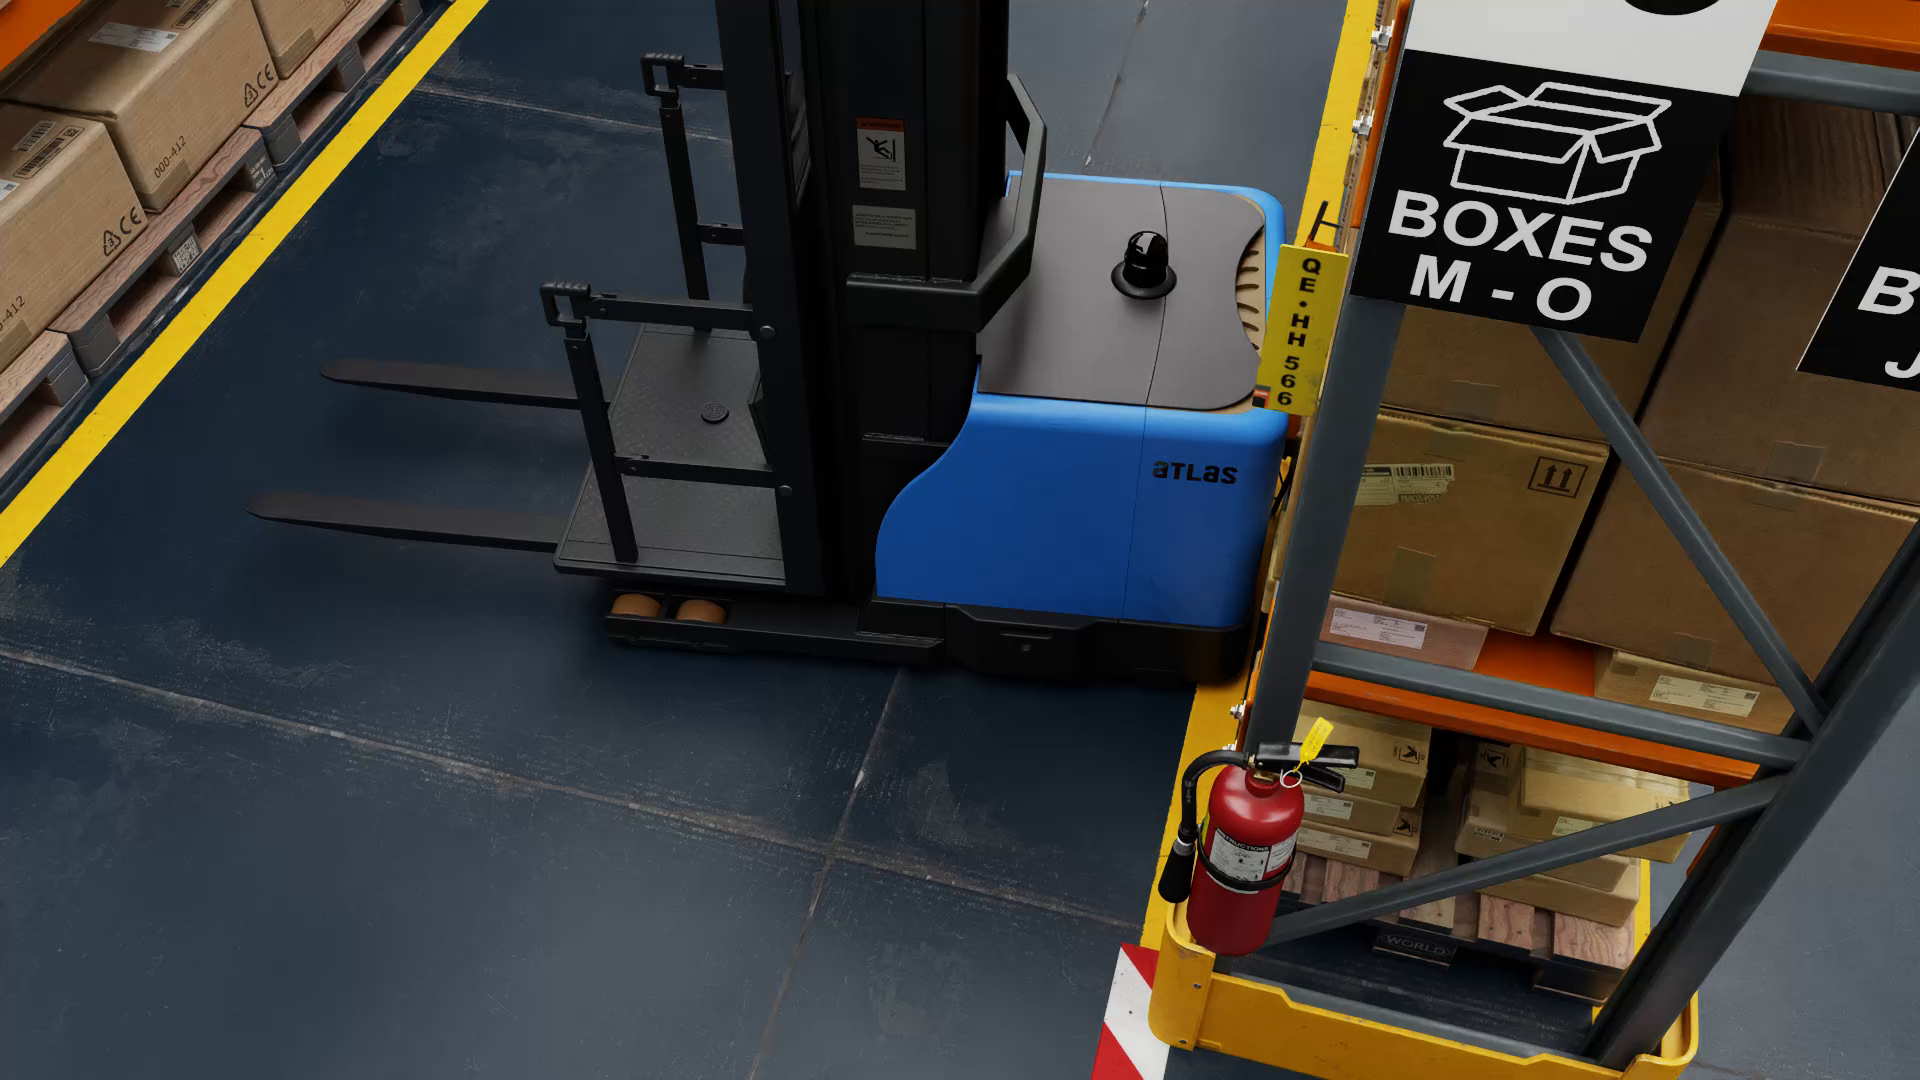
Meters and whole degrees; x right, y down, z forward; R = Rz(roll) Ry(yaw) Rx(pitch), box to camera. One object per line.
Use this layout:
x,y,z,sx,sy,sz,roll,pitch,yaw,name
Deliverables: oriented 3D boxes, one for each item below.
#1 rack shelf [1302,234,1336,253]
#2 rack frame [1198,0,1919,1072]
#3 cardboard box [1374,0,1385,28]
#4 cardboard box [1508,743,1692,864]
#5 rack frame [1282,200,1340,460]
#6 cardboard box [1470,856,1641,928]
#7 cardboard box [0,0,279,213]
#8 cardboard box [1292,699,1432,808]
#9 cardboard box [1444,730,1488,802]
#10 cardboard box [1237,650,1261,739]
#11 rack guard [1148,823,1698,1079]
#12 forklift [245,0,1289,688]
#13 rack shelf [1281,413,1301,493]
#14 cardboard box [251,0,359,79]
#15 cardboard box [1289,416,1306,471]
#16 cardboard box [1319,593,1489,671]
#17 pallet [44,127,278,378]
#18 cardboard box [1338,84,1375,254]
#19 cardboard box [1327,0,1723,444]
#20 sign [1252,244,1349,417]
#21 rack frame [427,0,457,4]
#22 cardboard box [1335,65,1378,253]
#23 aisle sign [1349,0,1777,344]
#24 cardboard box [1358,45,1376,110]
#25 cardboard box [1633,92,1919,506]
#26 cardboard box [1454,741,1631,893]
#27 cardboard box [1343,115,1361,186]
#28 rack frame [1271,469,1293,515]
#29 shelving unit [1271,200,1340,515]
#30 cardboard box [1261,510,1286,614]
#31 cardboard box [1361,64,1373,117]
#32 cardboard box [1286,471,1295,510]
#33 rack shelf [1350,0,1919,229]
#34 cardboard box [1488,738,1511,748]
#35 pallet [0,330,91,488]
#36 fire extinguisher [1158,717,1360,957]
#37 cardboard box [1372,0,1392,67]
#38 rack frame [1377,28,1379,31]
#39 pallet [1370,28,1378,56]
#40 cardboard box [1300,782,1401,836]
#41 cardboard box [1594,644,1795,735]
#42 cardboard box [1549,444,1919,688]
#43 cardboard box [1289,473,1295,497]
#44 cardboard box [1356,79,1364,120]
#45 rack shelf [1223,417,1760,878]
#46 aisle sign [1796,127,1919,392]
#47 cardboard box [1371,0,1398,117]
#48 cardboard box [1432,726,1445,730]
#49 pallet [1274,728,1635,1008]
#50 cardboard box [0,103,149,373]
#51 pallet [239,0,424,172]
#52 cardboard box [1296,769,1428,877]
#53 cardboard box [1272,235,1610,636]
1.046,-0.678,4.768,0.215,0.259,0.240,17,53,4,rack shelf
1.047,0.297,2.987,1.000,3.000,0.127,12,50,10,rack frame
1.436,-1.702,4.487,0.500,0.500,0.500,11,49,9,cardboard box
1.513,0.593,3.950,0.380,0.149,0.250,10,49,8,cardboard box
1.043,-0.607,5.059,0.200,1.050,0.008,17,53,4,rack frame
1.494,0.786,4.177,0.380,0.149,0.250,12,50,11,cardboard box
-3.206,-1.710,6.187,0.875,0.438,0.875,10,49,9,cardboard box
0.942,0.472,4.057,0.380,0.149,0.250,12,50,10,cardboard box
1.484,0.581,4.358,0.380,0.149,0.250,11,50,10,cardboard box
0.955,0.474,4.452,0.380,0.149,0.250,13,50,11,cardboard box
1.067,1.070,3.973,1.175,0.500,0.348,12,50,10,rack guard
-0.623,-1.026,4.200,3.031,2.935,1.130,5,49,4,forklift
0.975,-0.343,5.213,0.215,0.259,0.240,17,53,4,rack shelf
-2.971,-2.358,6.759,0.875,0.438,0.875,11,49,9,cardboard box
1.156,-0.291,4.731,0.380,0.149,0.250,13,50,11,cardboard box
0.860,0.089,3.338,0.380,0.149,0.250,12,50,10,cardboard box
-3.297,-1.157,6.130,1.003,0.211,1.213,12,50,10,pallet
1.058,-0.581,3.497,0.500,0.500,0.500,11,49,9,cardboard box
0.928,-0.545,2.798,0.500,0.500,0.500,11,49,9,cardboard box
0.517,-0.314,2.544,0.100,0.325,0.005,12,50,10,sign
-2.702,-3.500,6.338,1.000,3.000,0.127,12,50,10,rack frame
1.182,-0.950,3.823,0.500,0.500,0.500,12,50,10,cardboard box
0.739,-0.569,2.018,0.394,0.787,0.004,12,50,10,aisle sign
1.696,-1.691,6.165,0.380,0.149,0.250,14,50,12,cardboard box
1.422,-0.437,2.703,0.500,0.500,0.500,11,50,10,cardboard box
1.433,0.675,4.076,0.380,0.149,0.250,13,50,12,cardboard box
1.624,-1.399,6.105,0.380,0.149,0.250,13,50,11,cardboard box
0.979,-0.424,4.911,0.200,1.050,0.008,17,53,4,rack frame
1.011,-0.515,4.985,0.215,1.050,0.252,17,53,4,shelving unit
1.009,0.089,4.395,0.380,0.149,0.250,11,49,9,cardboard box
1.323,-1.309,4.139,0.500,0.500,0.500,14,50,12,cardboard box
1.166,-0.078,4.940,0.380,0.149,0.250,10,49,8,cardboard box
1.574,-1.904,3.409,1.077,0.370,4.000,12,50,10,rack shelf
1.559,0.488,4.241,0.380,0.149,0.250,11,50,10,cardboard box
-3.620,-0.277,5.354,1.003,0.211,1.213,12,50,10,pallet
0.536,0.538,3.075,0.296,0.674,0.183,12,50,10,fire extinguisher
1.189,-1.289,3.455,0.500,0.500,0.500,14,50,12,cardboard box
2.100,-2.596,5.540,1.000,3.000,0.127,12,50,10,rack frame
2.304,-2.237,7.083,1.003,0.211,1.213,12,50,10,pallet
0.911,0.565,4.173,0.380,0.149,0.250,10,49,9,cardboard box
1.449,0.211,3.231,0.380,0.149,0.250,11,50,10,cardboard box
1.432,-0.104,3.076,0.500,0.500,0.500,14,50,12,cardboard box
1.170,-0.188,4.838,0.380,0.149,0.250,12,50,11,cardboard box
1.694,-1.591,6.275,0.380,0.149,0.250,10,49,8,cardboard box
1.574,-0.911,4.533,1.077,0.370,4.000,12,50,10,rack shelf
1.317,-0.451,1.913,0.394,0.787,0.004,12,50,10,aisle sign
1.061,-0.912,3.122,0.500,0.500,0.500,10,49,9,cardboard box
1.064,0.302,4.208,0.380,0.149,0.250,12,50,11,cardboard box
1.315,0.585,4.593,1.003,0.211,1.213,12,50,10,pallet
-3.445,-1.058,5.612,0.875,0.438,0.875,13,50,11,cardboard box
-2.978,-2.042,6.912,1.003,0.211,1.213,12,50,10,pallet
0.985,0.680,4.271,0.380,0.149,0.250,12,50,11,cardboard box
0.917,-0.210,3.169,0.500,0.500,0.500,12,50,11,cardboard box
